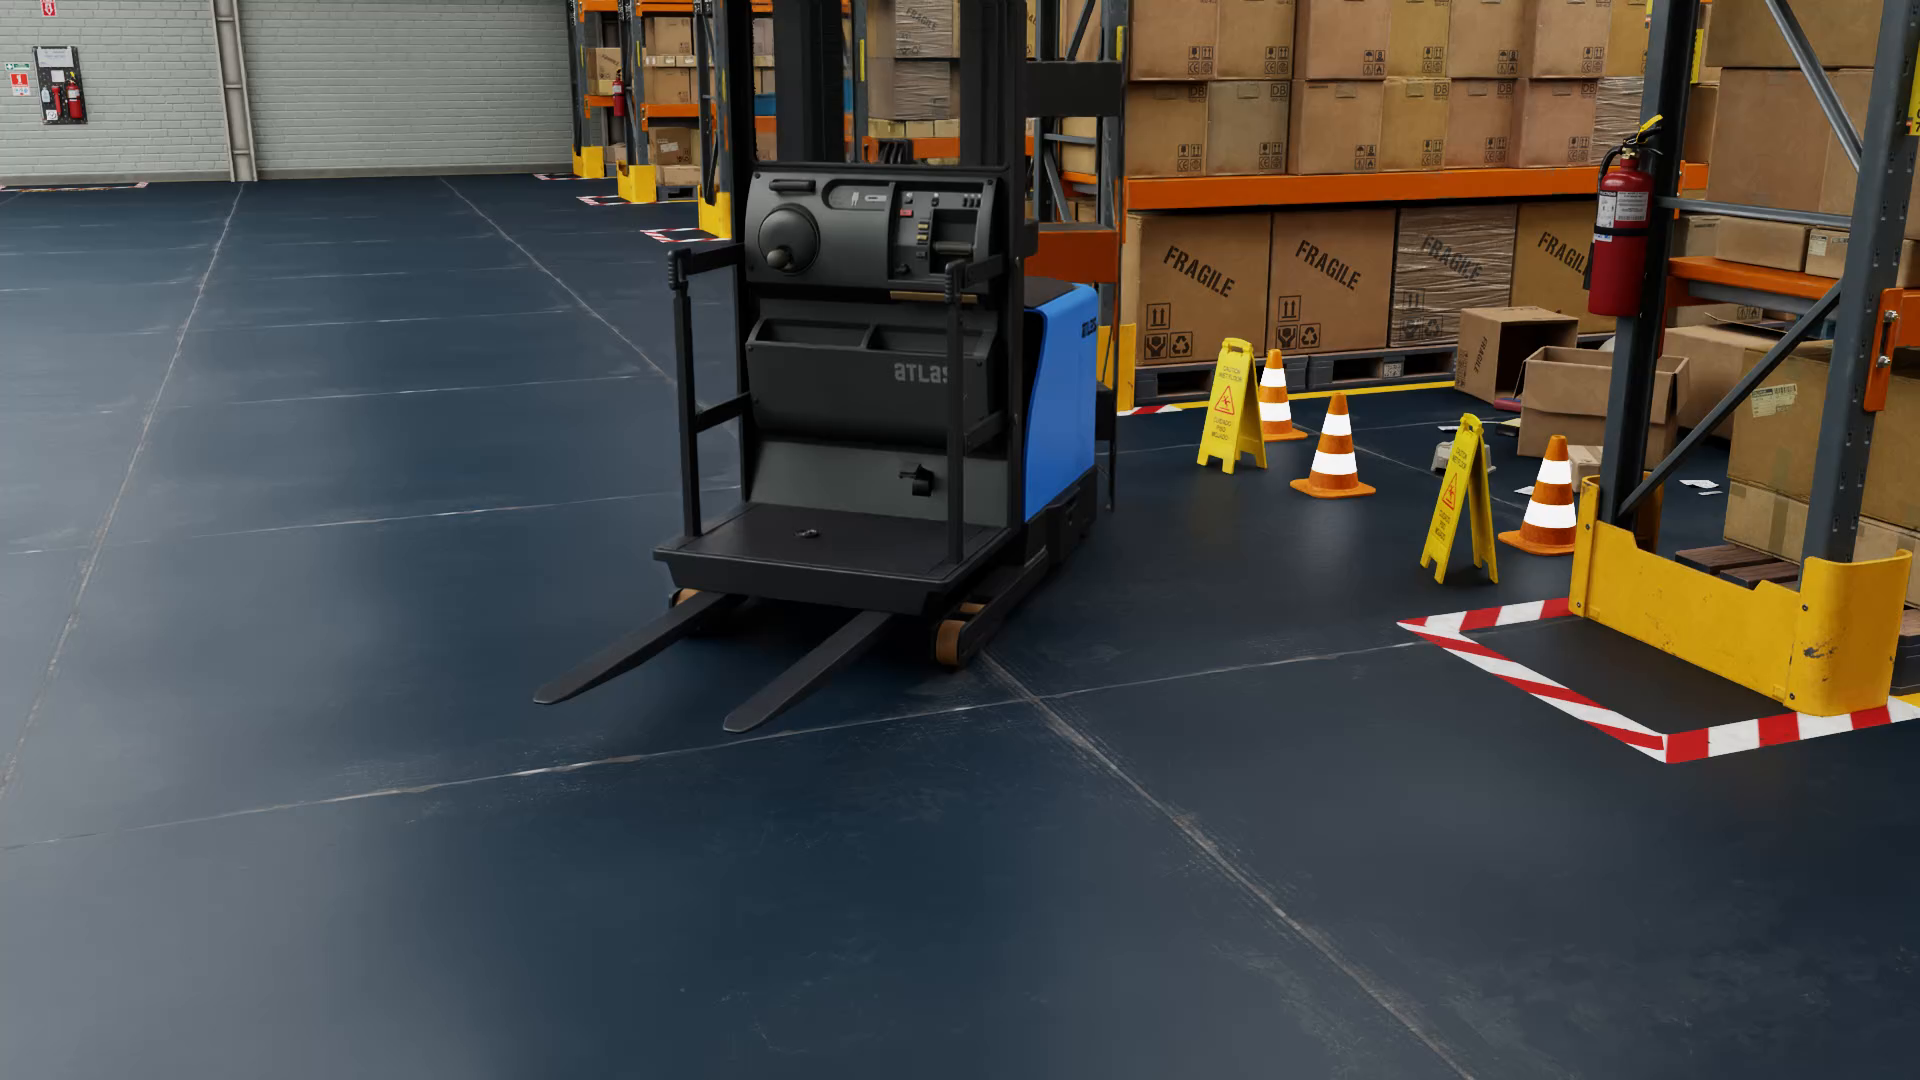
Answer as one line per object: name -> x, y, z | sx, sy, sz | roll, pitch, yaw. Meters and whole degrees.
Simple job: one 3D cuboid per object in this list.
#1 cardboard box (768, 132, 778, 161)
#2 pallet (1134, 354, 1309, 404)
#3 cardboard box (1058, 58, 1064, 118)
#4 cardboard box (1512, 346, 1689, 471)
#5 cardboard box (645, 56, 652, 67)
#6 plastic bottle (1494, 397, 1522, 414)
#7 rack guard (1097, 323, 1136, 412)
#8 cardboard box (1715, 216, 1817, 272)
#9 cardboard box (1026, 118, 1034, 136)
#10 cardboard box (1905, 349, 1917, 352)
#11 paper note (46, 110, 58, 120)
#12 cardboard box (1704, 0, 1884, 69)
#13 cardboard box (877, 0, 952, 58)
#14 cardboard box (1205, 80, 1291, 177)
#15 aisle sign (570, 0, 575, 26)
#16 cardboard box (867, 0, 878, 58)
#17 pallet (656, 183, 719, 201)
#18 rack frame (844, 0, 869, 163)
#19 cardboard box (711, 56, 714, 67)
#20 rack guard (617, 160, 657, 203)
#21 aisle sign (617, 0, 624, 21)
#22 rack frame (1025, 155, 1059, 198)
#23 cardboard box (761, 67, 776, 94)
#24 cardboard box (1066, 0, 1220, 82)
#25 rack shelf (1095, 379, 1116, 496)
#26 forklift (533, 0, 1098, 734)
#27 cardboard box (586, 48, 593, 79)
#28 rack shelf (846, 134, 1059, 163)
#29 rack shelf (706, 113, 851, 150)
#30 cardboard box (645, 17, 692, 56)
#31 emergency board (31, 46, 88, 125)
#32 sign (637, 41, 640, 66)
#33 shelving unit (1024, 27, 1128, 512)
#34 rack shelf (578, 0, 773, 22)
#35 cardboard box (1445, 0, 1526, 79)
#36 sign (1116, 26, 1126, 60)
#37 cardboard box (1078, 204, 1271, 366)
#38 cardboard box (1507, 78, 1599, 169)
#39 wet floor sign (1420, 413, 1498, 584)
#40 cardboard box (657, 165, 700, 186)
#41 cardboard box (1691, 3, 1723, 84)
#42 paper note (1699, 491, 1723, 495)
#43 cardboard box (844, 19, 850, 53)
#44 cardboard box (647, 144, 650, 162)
cardboard box -> -2.554, -5.645, 23.801 | 0.500, 0.500, 0.500 | -6, 17, -20
pallet -> 1.404, -1.098, 10.463 | 1.213, 0.211, 1.003 | -6, 17, -20
cardboard box -> 0.906, -4.057, 14.886 | 0.500, 0.500, 0.875 | -6, 17, -20
cardboard box -> 3.286, -0.688, 8.549 | 0.797, 0.503, 0.637 | 9, 19, 28
cardboard box -> -4.247, -6.705, 23.278 | 0.250, 0.149, 0.380 | -6, 18, -21
plastic bottle -> 3.249, -0.772, 9.620 | 0.133, 0.061, 0.283 | -14, 21, -39
rack guard -> 0.663, -1.133, 10.070 | 0.348, 0.500, 1.175 | -6, 17, -20
cardboard box -> 2.824, -1.016, 5.681 | 0.250, 0.149, 0.380 | -6, 17, -18
cardboard box -> 0.522, -3.623, 14.559 | 0.250, 0.149, 0.380 | -6, 17, -20
cardboard box -> 3.692, -0.488, 6.239 | 0.500, 0.500, 0.500 | -5, 17, -18
paper note -> -14.082, -6.592, 25.785 | 0.142, 0.148, 0.016 | -6, 17, -20
cardboard box -> 2.950, -1.822, 5.500 | 0.500, 0.500, 0.700 | -7, 18, -21
cardboard box -> -0.384, -4.304, 13.952 | 0.500, 0.500, 0.500 | -6, 17, -20
cardboard box -> 1.522, -2.517, 10.081 | 0.550, 0.550, 0.875 | -6, 17, -20
aisle sign -> -6.272, -8.721, 26.859 | 0.004, 0.787, 0.394 | -6, 17, -20
cardboard box -> -0.570, -4.441, 14.418 | 0.500, 0.500, 0.500 | -6, 17, -20
pallet -> -3.837, -5.007, 23.774 | 1.213, 0.211, 1.003 | -6, 17, -20
rack frame -> -0.995, -3.650, 14.205 | 0.127, 3.000, 1.000 | -6, 17, -20
cardboard box -> -3.377, -6.676, 23.180 | 0.250, 0.149, 0.380 | -6, 18, -21
rack guard -> -4.558, -5.055, 23.425 | 0.348, 0.500, 1.175 | -6, 17, -20
aisle sign -> -4.702, -7.575, 22.956 | 0.004, 0.787, 0.394 | -6, 17, -20
rack frame -> 0.968, -5.357, 20.015 | 0.127, 3.000, 1.000 | -6, 17, -20
cardboard box -> -2.651, -6.505, 23.750 | 0.500, 0.500, 0.700 | -6, 17, -18
cardboard box -> 1.046, -2.952, 9.645 | 0.550, 0.550, 0.875 | -6, 17, -20
rack shelf -> 0.417, -0.491, 7.578 | 0.480, 0.518, 0.431 | -3, 17, -10
forklift -> -0.391, -1.102, 5.650 | 1.130, 2.935, 3.031 | 6, 17, 19
cardboard box -> -5.948, -7.961, 27.783 | 0.500, 0.500, 0.500 | -6, 18, -21
rack shelf -> 0.873, -3.507, 14.993 | 4.000, 0.370, 1.077 | -6, 17, -20
rack shelf -> -0.899, -4.810, 19.430 | 4.000, 0.370, 1.077 | -6, 17, -20
cardboard box -> -4.046, -6.976, 23.052 | 0.500, 0.500, 0.700 | -6, 17, -20
emergency board -> -13.892, -7.014, 25.660 | 0.643, 1.169, 0.194 | -6, 17, -20
sign -> -4.343, -6.564, 22.449 | 0.005, 0.325, 0.100 | -6, 17, -20
shelving unit -> 0.417, -1.176, 7.377 | 0.503, 2.100, 0.431 | -3, 17, -10
rack shelf -> -4.444, -8.856, 27.884 | 4.000, 0.370, 1.077 | -6, 17, -20
cardboard box -> 3.039, -3.196, 10.475 | 0.550, 0.550, 0.875 | -6, 17, -20
sign -> 0.879, -2.642, 9.093 | 0.005, 0.325, 0.100 | -6, 17, -20
cardboard box -> 1.295, -1.603, 10.258 | 0.875, 0.875, 0.875 | -6, 17, -20
cardboard box -> 3.575, -2.708, 10.732 | 0.550, 0.550, 0.875 | -6, 17, -20
wet floor sign -> 1.991, -0.176, 6.551 | 0.232, 0.644, 0.267 | 0, 16, -1
cardboard box -> -3.956, -5.135, 23.395 | 0.500, 0.250, 0.500 | -6, 17, -20
cardboard box -> 4.882, -3.318, 11.120 | 0.500, 0.500, 0.700 | -6, 18, -21
paper note -> 3.538, -0.222, 7.836 | 0.123, 0.001, 0.032 | -6, 17, -20
cardboard box -> -1.684, -7.233, 23.925 | 0.500, 0.500, 0.700 | -6, 17, -20
cardboard box -> -5.101, -6.584, 28.188 | 0.500, 0.311, 0.500 | -5, 17, -15
